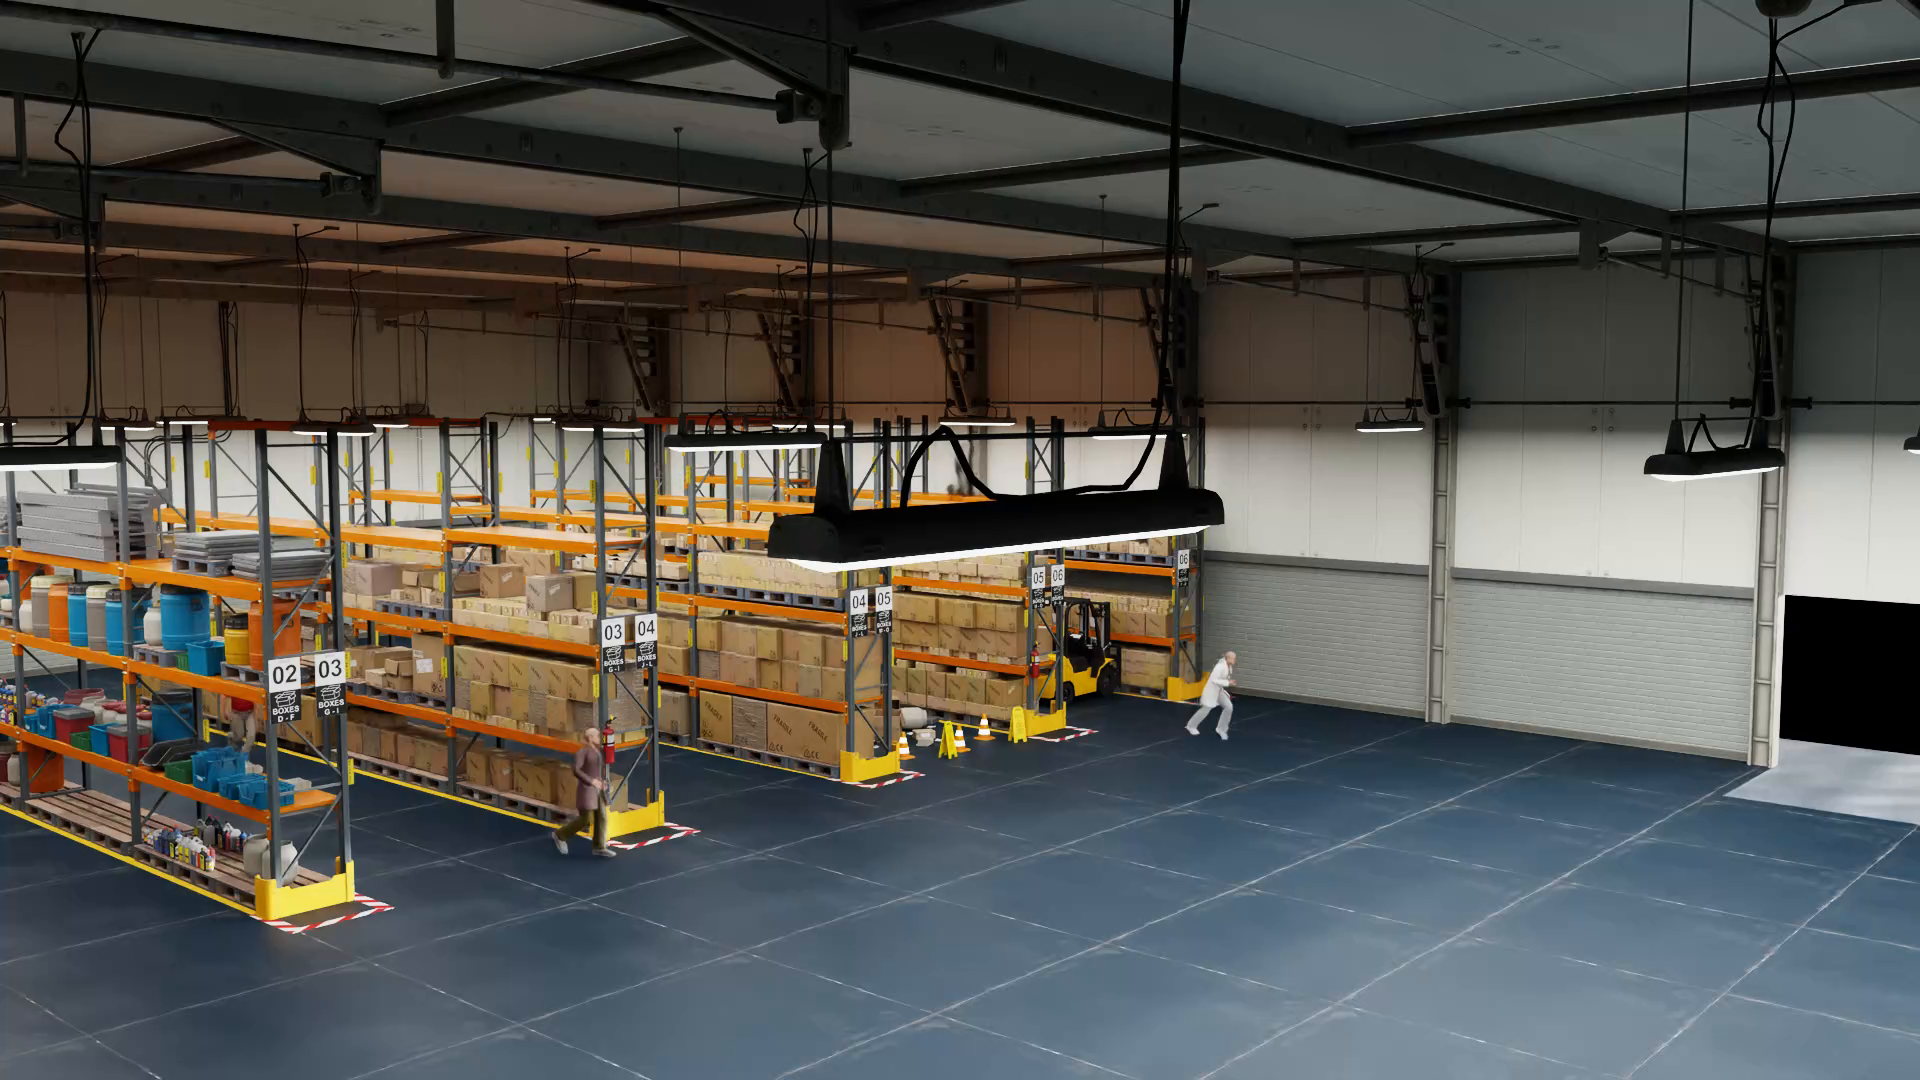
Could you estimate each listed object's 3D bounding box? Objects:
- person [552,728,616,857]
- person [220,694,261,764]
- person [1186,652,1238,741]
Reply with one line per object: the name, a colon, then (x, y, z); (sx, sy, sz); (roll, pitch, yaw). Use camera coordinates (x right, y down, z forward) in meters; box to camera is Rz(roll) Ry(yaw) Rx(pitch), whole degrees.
person: (-5.192, 3.517, 23.315); (0.933, 1.739, 0.772); (1, 5, 13)
person: (-12.608, 3.095, 29.171); (0.723, 1.695, 0.694); (4, 6, 42)
person: (4.755, 2.928, 31.279); (1.073, 1.733, 0.752); (3, 6, 33)
